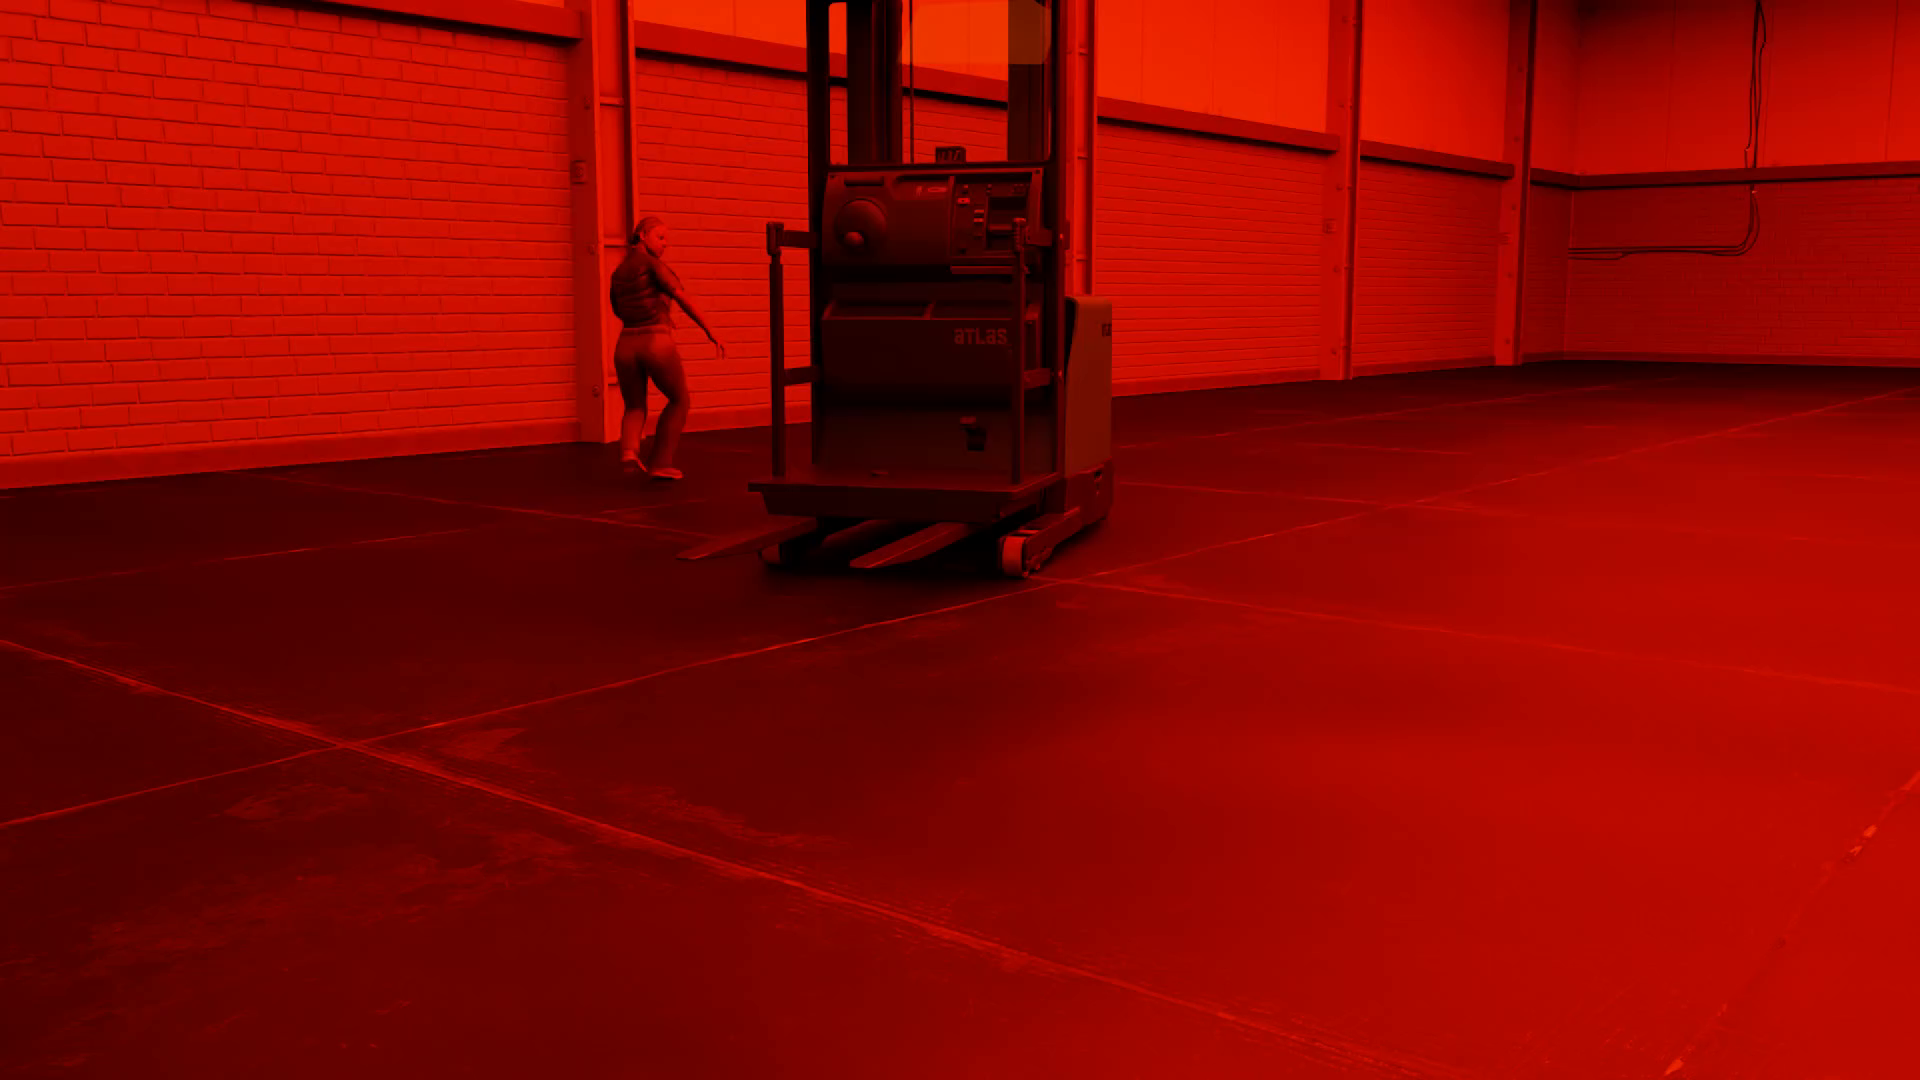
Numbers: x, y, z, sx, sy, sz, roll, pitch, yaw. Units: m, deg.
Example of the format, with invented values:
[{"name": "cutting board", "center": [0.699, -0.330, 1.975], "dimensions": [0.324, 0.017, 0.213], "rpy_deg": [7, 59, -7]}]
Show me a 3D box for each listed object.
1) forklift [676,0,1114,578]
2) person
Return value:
[{"name": "forklift", "center": [-0.176, -1.366, 6.616], "dimensions": [1.130, 2.935, 3.031], "rpy_deg": [3, 9, 17]}, {"name": "person", "center": [-1.700, -1.100, 9.660], "dimensions": [0.792, 1.534, 0.803], "rpy_deg": [3, 9, 22]}]
